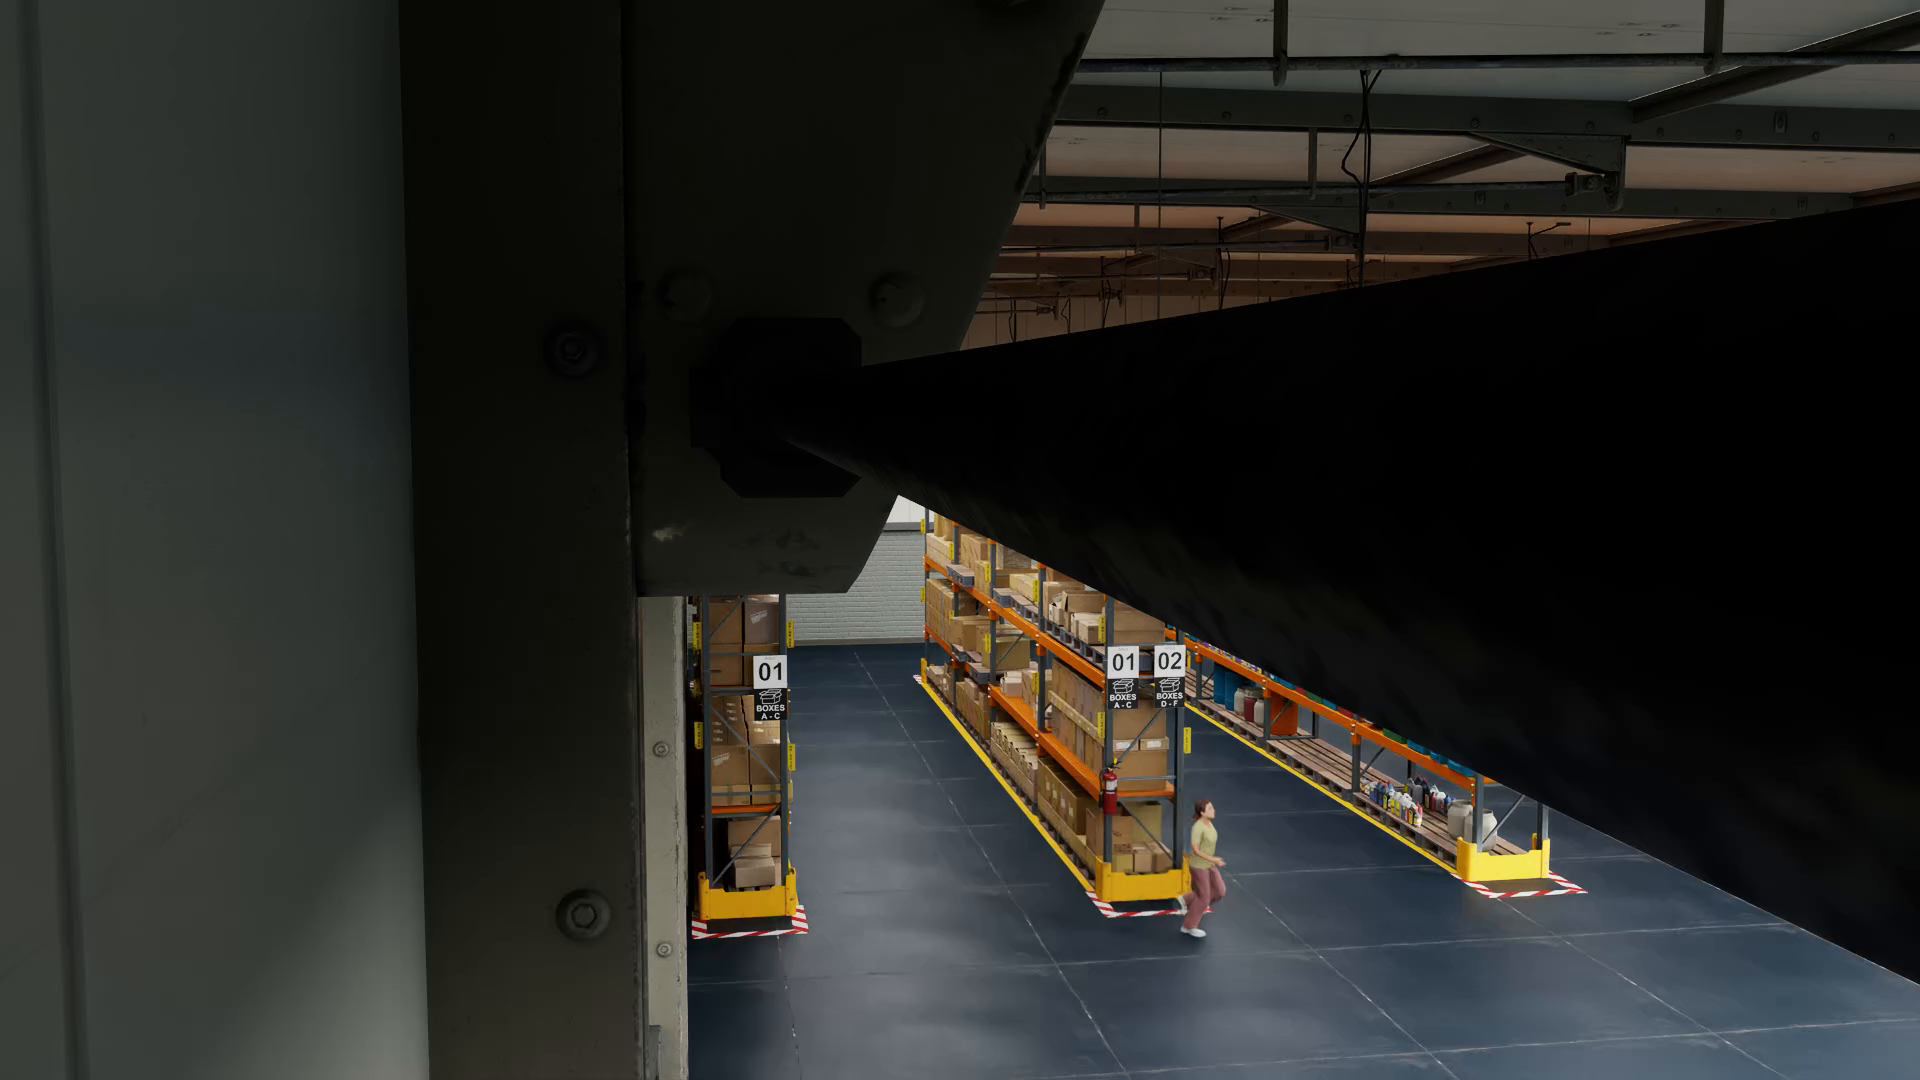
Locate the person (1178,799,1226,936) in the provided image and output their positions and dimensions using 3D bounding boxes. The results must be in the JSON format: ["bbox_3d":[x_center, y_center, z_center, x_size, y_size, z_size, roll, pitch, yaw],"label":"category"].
[{"bbox_3d":[2.845,3.817,19.450,0.605,1.628,0.608,3,6,27],"label":"person"}]
